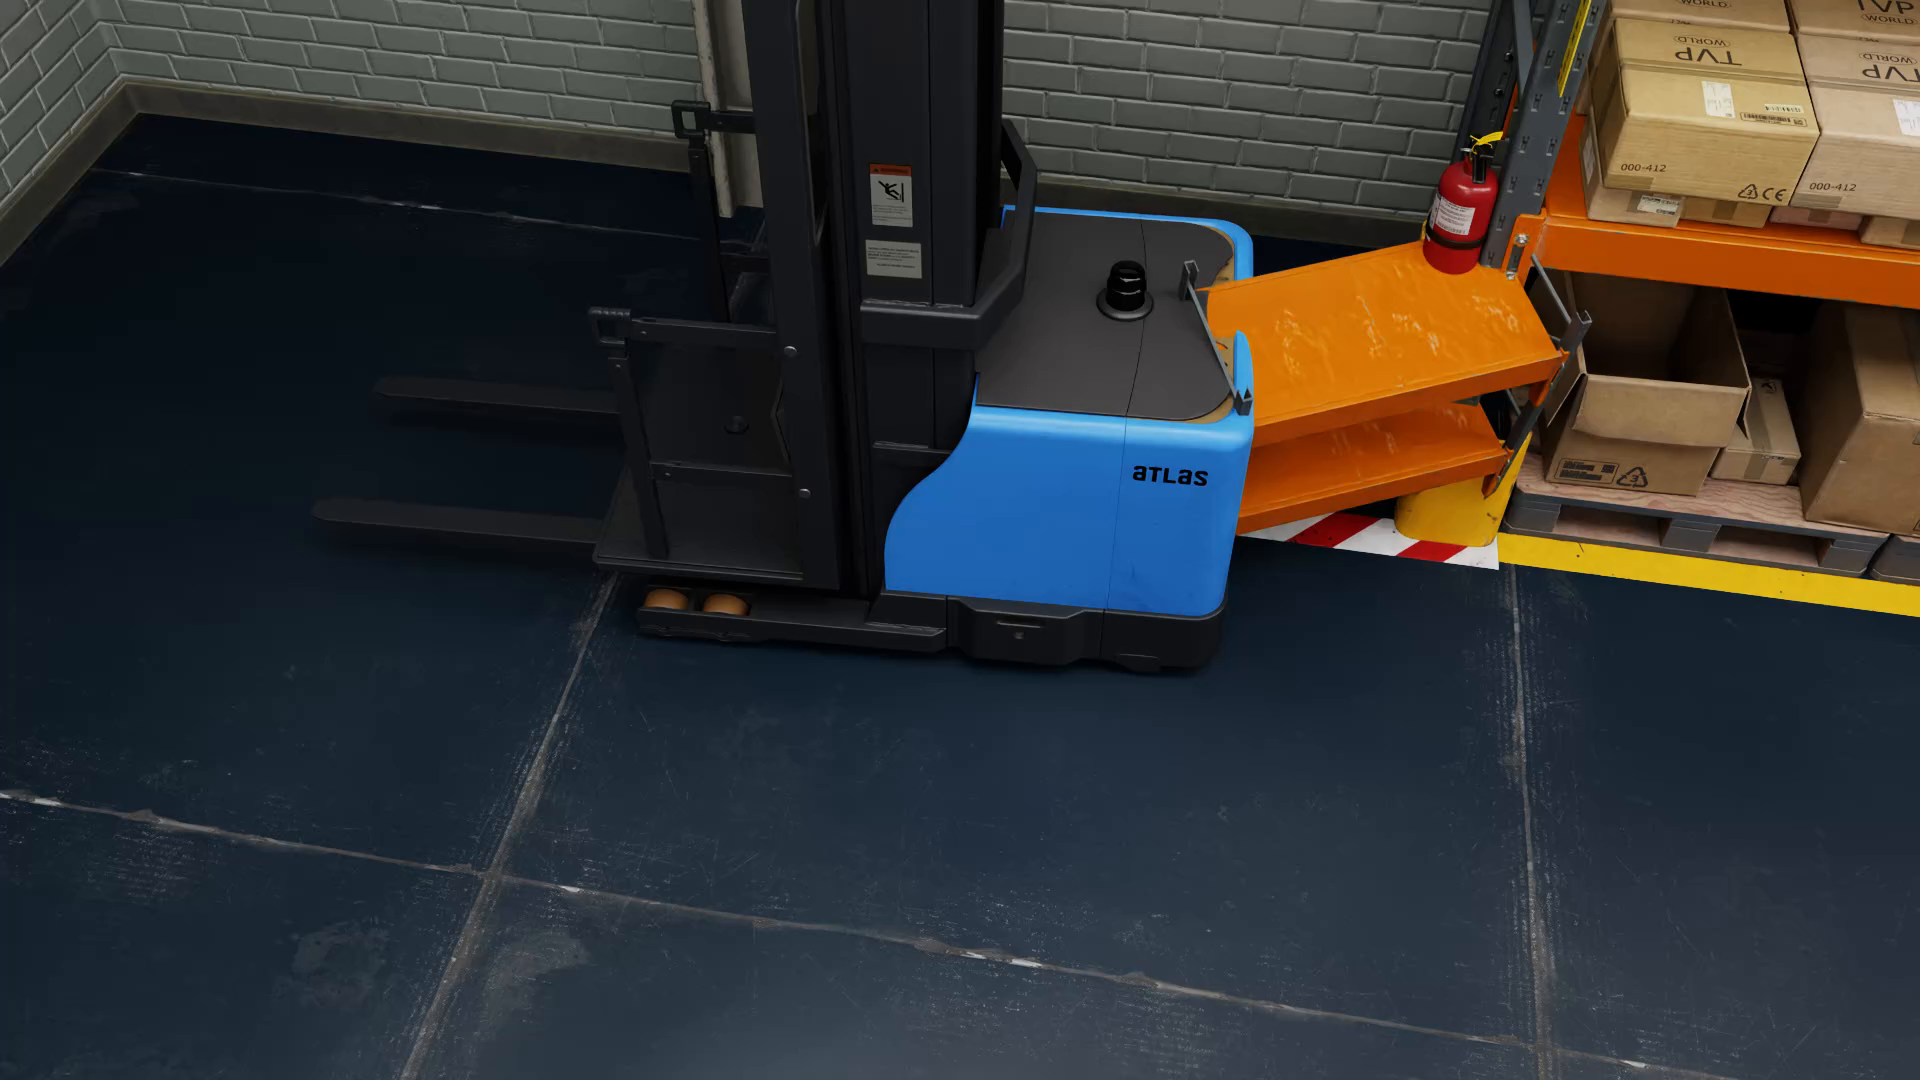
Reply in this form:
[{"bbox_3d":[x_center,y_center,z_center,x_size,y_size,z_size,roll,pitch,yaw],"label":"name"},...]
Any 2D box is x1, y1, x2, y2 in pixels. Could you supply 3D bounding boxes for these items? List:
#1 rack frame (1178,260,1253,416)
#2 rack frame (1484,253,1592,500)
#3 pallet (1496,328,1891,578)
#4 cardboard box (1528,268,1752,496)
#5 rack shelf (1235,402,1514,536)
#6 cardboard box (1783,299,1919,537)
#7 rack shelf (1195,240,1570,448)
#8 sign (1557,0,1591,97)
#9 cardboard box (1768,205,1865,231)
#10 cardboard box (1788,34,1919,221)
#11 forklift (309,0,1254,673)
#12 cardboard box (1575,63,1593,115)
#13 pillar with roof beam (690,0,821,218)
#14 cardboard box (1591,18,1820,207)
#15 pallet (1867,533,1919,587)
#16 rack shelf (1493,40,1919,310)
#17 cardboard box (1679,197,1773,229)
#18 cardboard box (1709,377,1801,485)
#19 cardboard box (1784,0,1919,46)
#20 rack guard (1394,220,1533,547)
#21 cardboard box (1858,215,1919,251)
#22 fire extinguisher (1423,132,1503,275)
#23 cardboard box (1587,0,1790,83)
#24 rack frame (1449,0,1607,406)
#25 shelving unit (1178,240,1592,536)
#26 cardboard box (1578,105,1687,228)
[{"bbox_3d":[0.721,-0.322,5.167,0.032,1.125,0.500,-13,62,-8],"label":"rack frame"},{"bbox_3d":[1.702,-0.552,5.302,0.032,1.125,0.500,-13,62,-8],"label":"rack frame"},{"bbox_3d":[2.563,-0.383,5.953,1.213,0.211,1.003,8,49,7],"label":"pallet"},{"bbox_3d":[2.289,-0.586,5.656,0.637,0.503,0.797,6,48,5],"label":"cardboard box"},{"bbox_3d":[1.210,-0.319,5.448,1.000,0.278,0.538,-13,62,-8],"label":"rack shelf"},{"bbox_3d":[3.123,-0.443,5.530,0.500,0.500,0.700,9,49,8],"label":"cardboard box"},{"bbox_3d":[1.214,-0.578,4.978,1.000,0.278,0.538,-13,62,-8],"label":"rack shelf"},{"bbox_3d":[1.607,-1.322,4.339,0.005,0.325,0.100,8,49,7],"label":"sign"},{"bbox_3d":[2.502,-1.093,4.884,0.250,0.149,0.380,7,48,6],"label":"cardboard box"},{"bbox_3d":[2.598,-1.156,4.673,0.500,0.250,0.500,8,49,7],"label":"cardboard box"},{"bbox_3d":[-0.624,-1.033,4.708,3.031,2.935,1.130,5,48,4],"label":"forklift"},{"bbox_3d":[2.077,-1.499,5.249,0.250,0.149,0.380,7,48,6],"label":"cardboard box"},{"bbox_3d":[-1.555,-1.300,0.869,0.400,9.000,9.100,8,49,7],"label":"pillar with roof beam"},{"bbox_3d":[2.102,-1.222,4.732,0.500,0.250,0.500,8,49,7],"label":"cardboard box"},{"bbox_3d":[3.760,-0.220,5.806,1.213,0.211,1.003,8,49,7],"label":"pallet"},{"bbox_3d":[3.672,-0.925,5.048,4.000,0.370,1.077,8,49,7],"label":"rack shelf"},{"bbox_3d":[2.237,-1.102,4.892,0.250,0.149,0.380,9,49,8],"label":"cardboard box"},{"bbox_3d":[2.700,-0.383,5.711,0.250,0.149,0.380,6,48,5],"label":"cardboard box"},{"bbox_3d":[2.711,-1.544,5.021,0.500,0.250,0.500,8,49,7],"label":"cardboard box"},{"bbox_3d":[1.778,-0.584,5.939,0.348,0.500,1.175,8,49,7],"label":"rack guard"},{"bbox_3d":[2.739,-1.014,4.814,0.250,0.149,0.380,9,49,8],"label":"cardboard box"},{"bbox_3d":[1.477,-0.961,4.899,0.183,0.674,0.296,8,49,7],"label":"fire extinguisher"},{"bbox_3d":[2.203,-1.613,5.083,0.500,0.250,0.500,9,49,8],"label":"cardboard box"},{"bbox_3d":[1.704,-1.430,5.018,0.127,3.000,1.000,8,49,7],"label":"rack frame"},{"bbox_3d":[1.211,-0.437,5.234,1.048,1.125,0.538,-13,62,-8],"label":"shelving unit"},{"bbox_3d":[1.978,-1.102,4.892,0.250,0.149,0.380,7,48,7],"label":"cardboard box"}]
